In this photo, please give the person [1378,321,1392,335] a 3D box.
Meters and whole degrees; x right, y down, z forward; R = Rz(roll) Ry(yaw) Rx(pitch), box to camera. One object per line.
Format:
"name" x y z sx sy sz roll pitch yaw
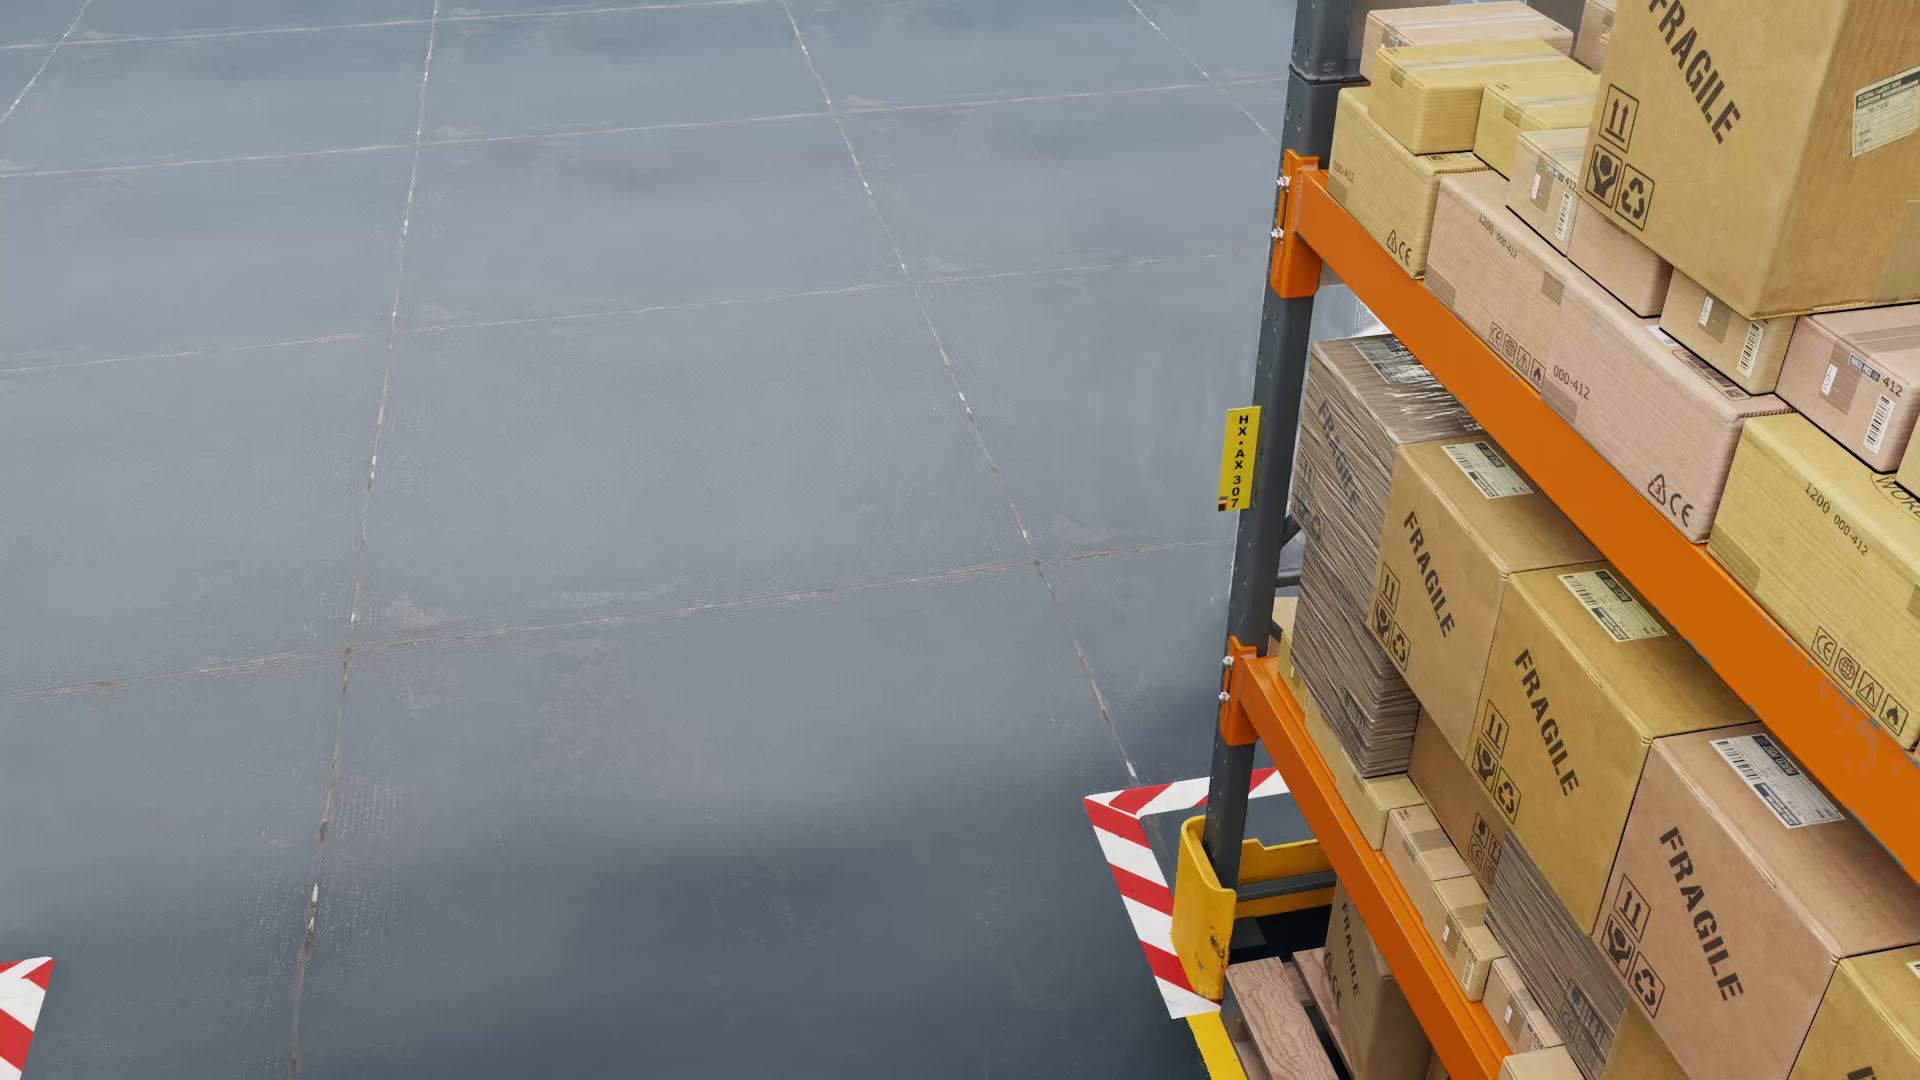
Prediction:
"person" 2.137 -0.812 7.301 0.483 1.805 0.559 -26 42 -33
